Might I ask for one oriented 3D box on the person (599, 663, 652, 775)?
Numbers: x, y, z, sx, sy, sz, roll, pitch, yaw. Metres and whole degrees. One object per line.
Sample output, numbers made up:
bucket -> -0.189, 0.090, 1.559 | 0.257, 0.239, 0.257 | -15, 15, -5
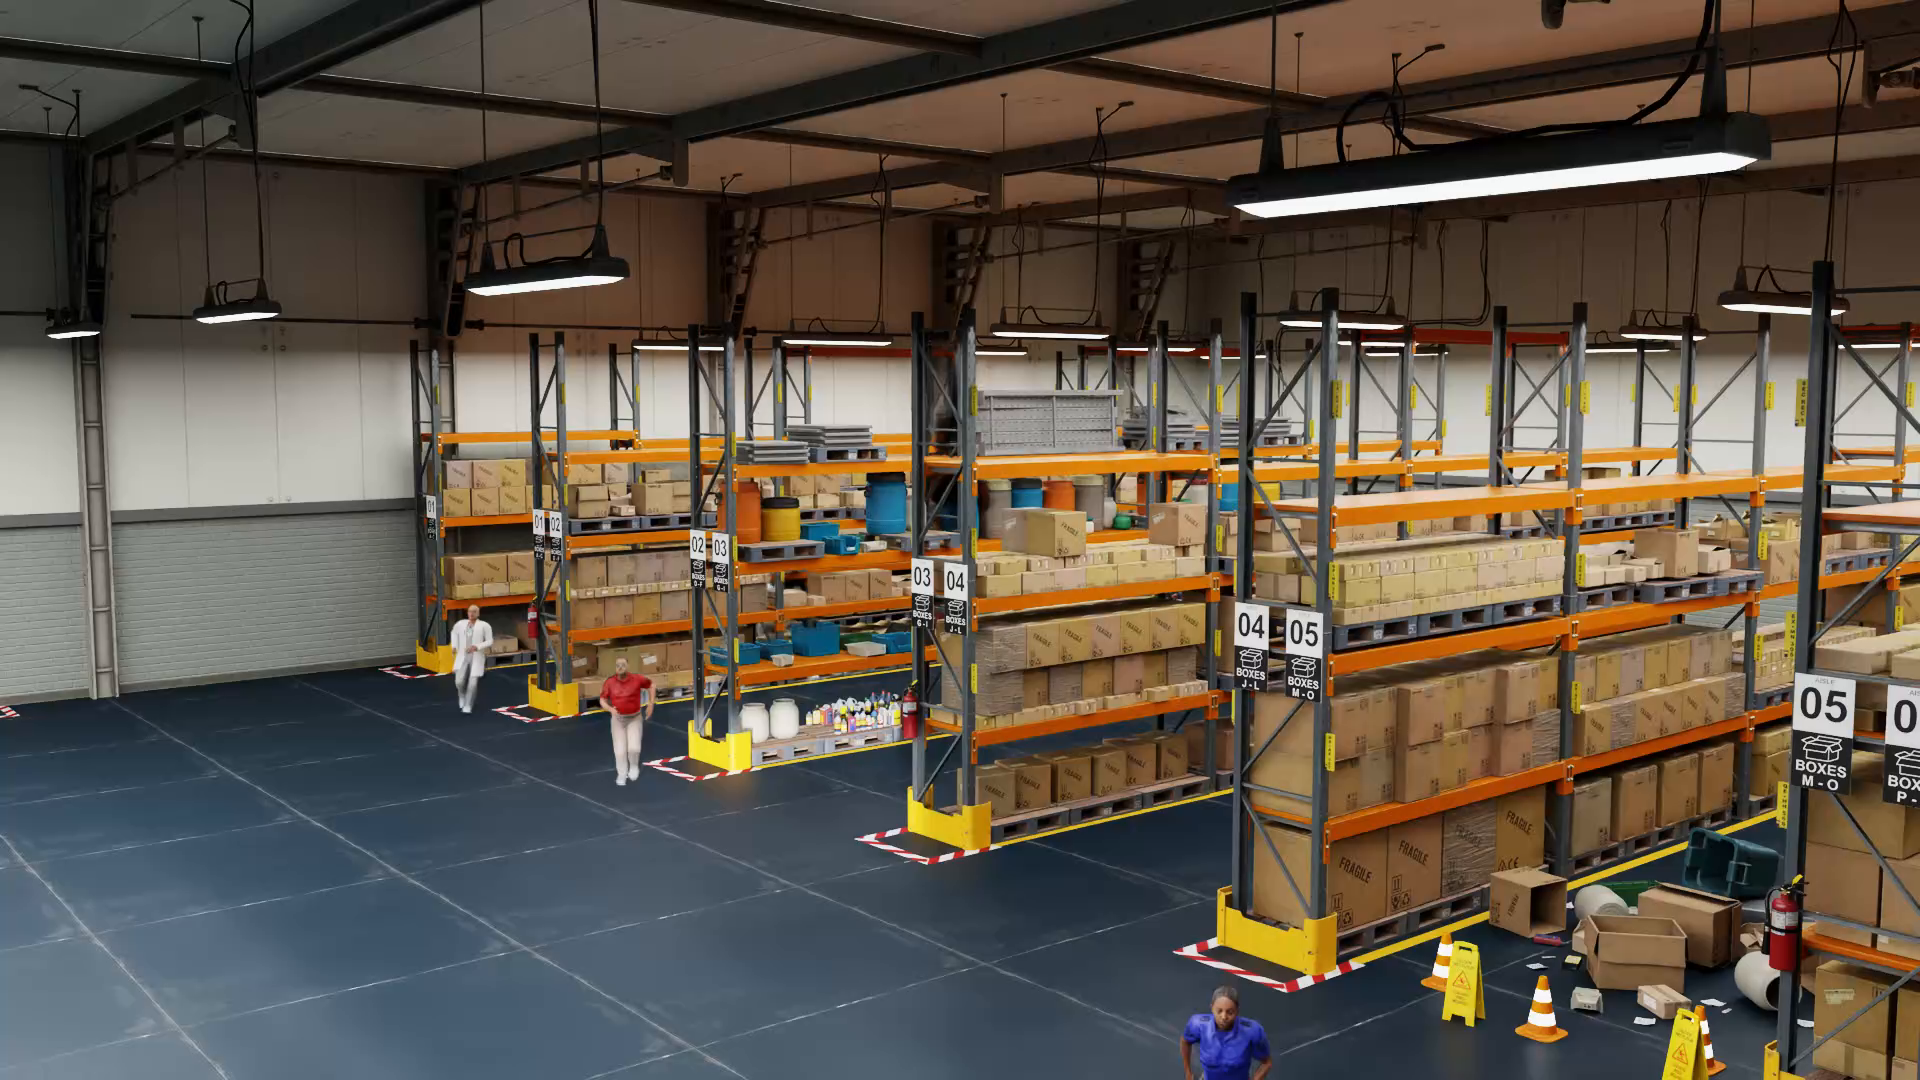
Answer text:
person -> -4.312, 2.323, 21.469 | 0.648, 1.533, 0.650 | 0, 5, -5

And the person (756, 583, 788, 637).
person -> -3.541, 1.429, 31.556 | 1.055, 1.732, 0.706 | -5, 7, -41

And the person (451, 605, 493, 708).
person -> -7.692, 1.849, 26.172 | 0.688, 1.660, 0.626 | -1, 5, -6

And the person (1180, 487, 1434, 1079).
person -> 5.359, 1.615, 21.323 | 4.239, 3.215, 23.967 | 1, 5, 9
